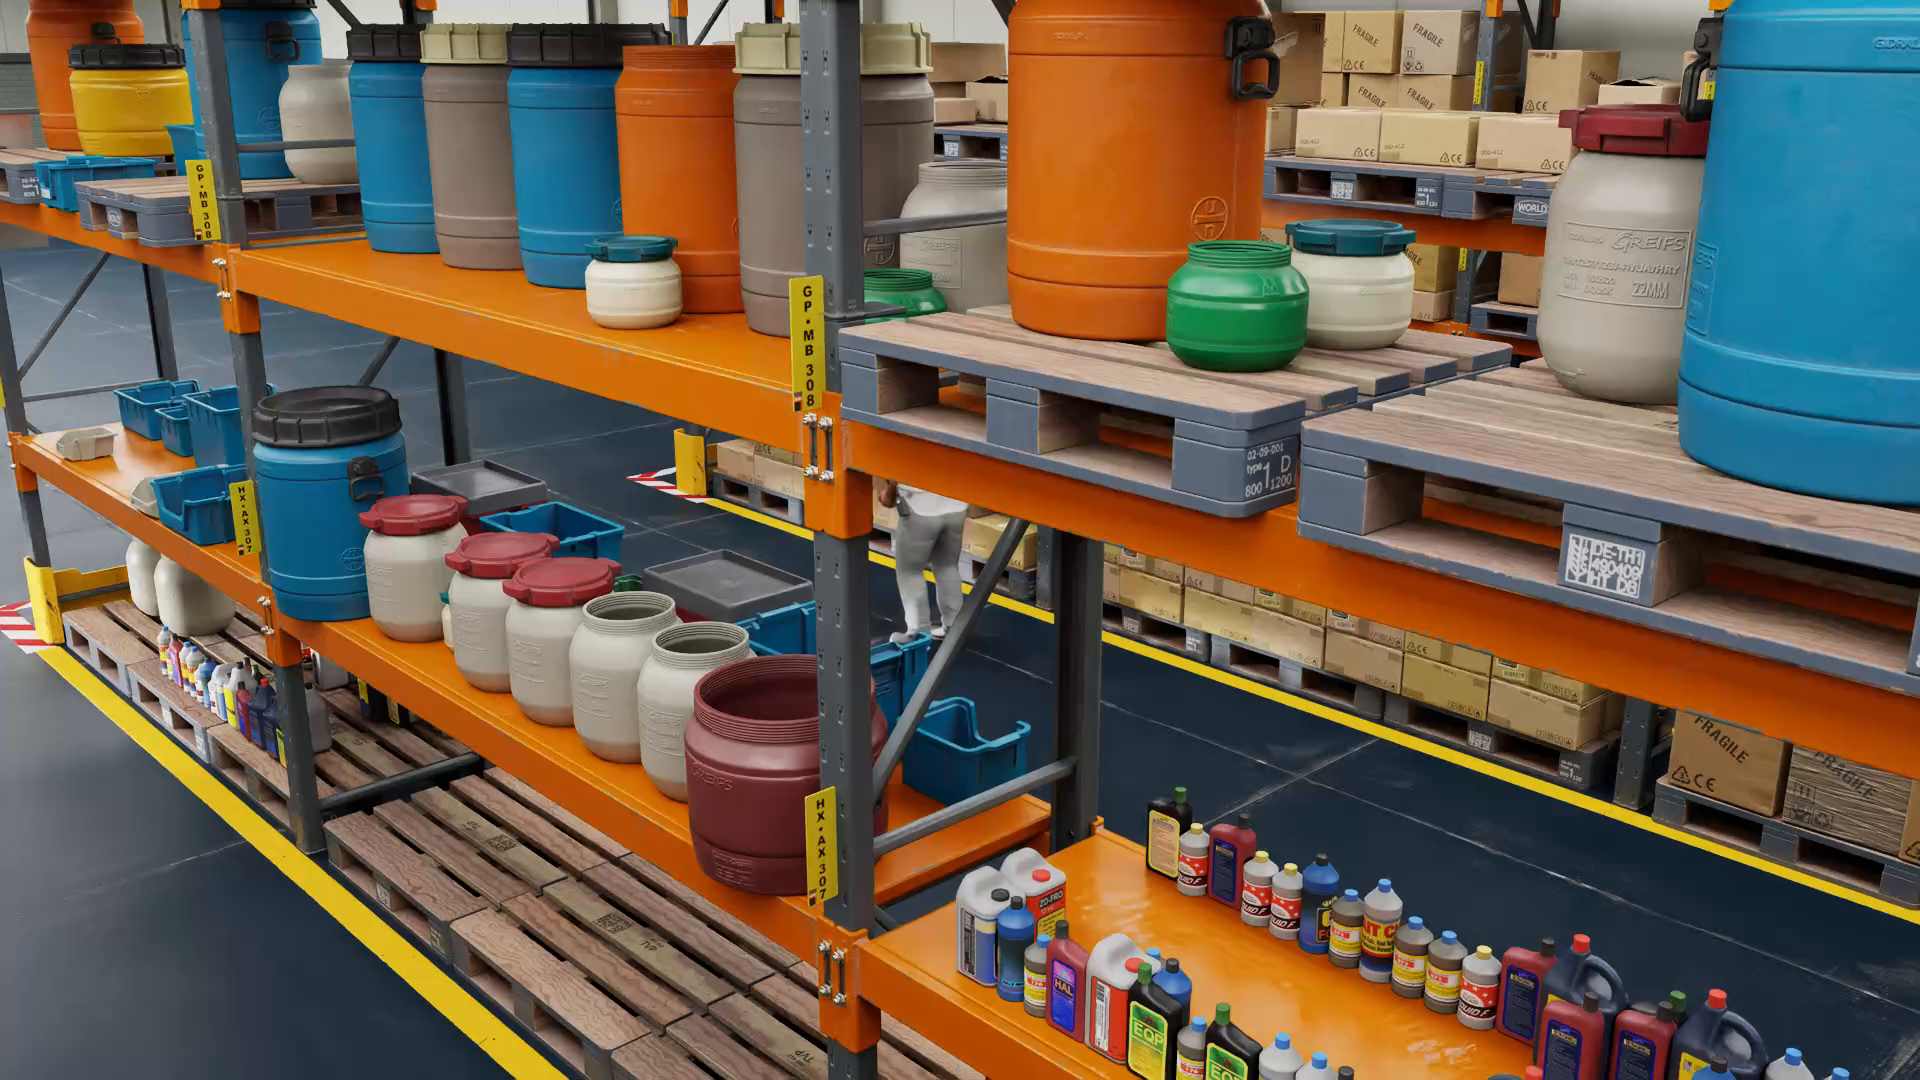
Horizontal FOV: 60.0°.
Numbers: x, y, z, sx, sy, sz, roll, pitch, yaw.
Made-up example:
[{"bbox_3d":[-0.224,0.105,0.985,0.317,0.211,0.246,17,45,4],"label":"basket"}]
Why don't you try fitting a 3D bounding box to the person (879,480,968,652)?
[{"bbox_3d":[-0.234,-0.192,10.139,0.494,1.763,0.556,-13,22,-37],"label":"person"}]
